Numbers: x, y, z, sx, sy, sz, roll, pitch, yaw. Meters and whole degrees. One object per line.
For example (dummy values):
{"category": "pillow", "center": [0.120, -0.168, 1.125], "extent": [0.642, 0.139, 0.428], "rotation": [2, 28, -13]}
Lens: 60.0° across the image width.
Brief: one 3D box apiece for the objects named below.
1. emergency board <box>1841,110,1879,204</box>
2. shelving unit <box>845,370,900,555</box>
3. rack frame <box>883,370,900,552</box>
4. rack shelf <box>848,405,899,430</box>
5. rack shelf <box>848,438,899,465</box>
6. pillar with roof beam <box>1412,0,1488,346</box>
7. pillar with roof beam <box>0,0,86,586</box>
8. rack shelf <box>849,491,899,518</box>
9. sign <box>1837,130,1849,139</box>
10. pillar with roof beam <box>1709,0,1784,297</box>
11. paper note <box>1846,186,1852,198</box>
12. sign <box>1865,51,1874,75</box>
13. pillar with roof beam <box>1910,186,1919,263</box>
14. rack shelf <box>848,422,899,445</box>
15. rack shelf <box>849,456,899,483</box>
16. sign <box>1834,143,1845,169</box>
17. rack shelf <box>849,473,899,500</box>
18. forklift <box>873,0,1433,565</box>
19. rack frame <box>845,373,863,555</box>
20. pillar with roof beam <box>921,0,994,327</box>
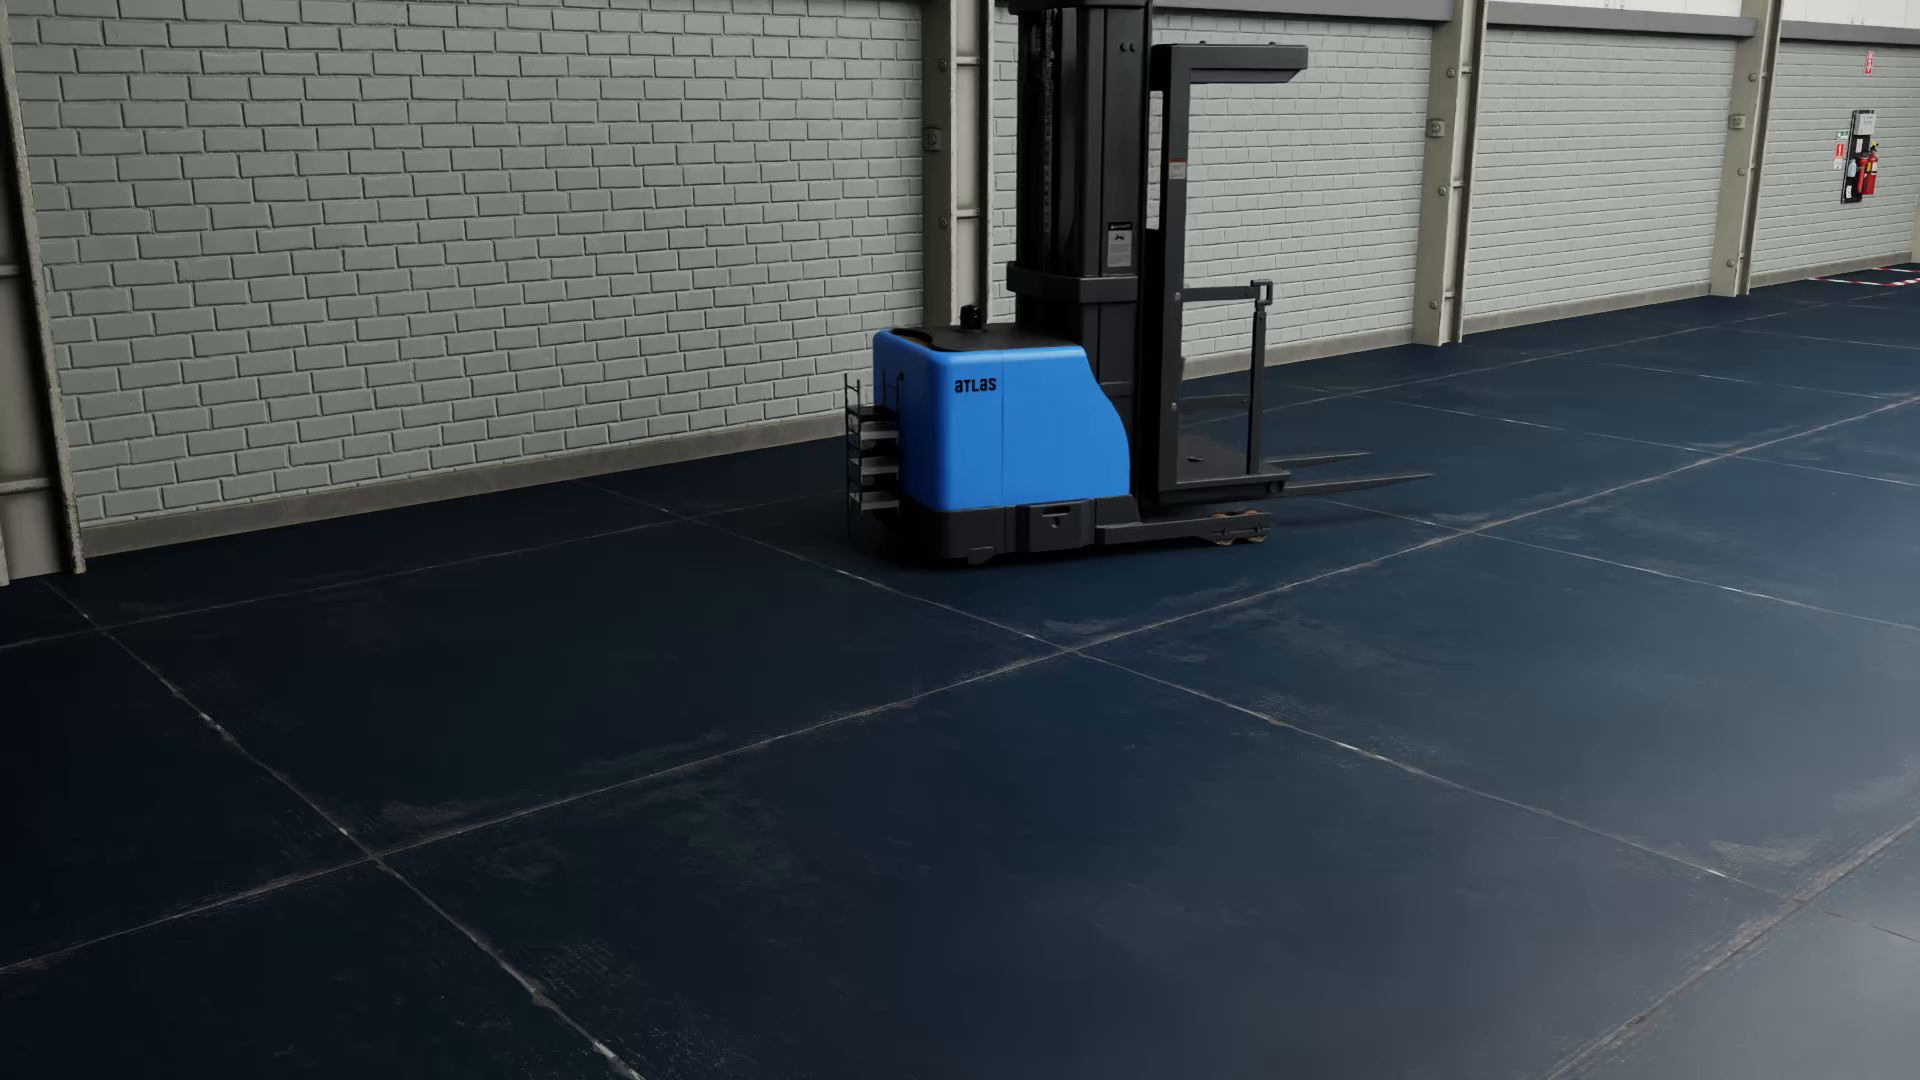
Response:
{"category": "emergency board", "center": [11.676, -4.944, 21.447], "extent": [0.643, 1.169, 0.194], "rotation": [-13, 19, -39]}
{"category": "shelving unit", "center": [-0.446, -0.396, 8.487], "extent": [0.210, 0.900, 0.258], "rotation": [-5, 16, -20]}
{"category": "rack frame", "center": [-0.350, -0.405, 8.522], "extent": [0.006, 0.900, 0.240], "rotation": [-5, 16, -20]}
{"category": "rack shelf", "center": [-0.446, -0.624, 8.426], "extent": [0.200, 0.077, 0.258], "rotation": [-5, 16, -20]}
{"category": "rack shelf", "center": [-0.446, -0.450, 8.473], "extent": [0.200, 0.077, 0.258], "rotation": [-5, 16, -20]}
{"category": "pillar with roof beam", "center": [7.338, -5.383, 11.464], "extent": [0.400, 9.000, 9.100], "rotation": [-13, 19, -39]}
{"category": "pillar with roof beam", "center": [-1.714, -3.350, 3.854], "extent": [0.400, 9.000, 9.100], "rotation": [-13, 19, -39]}
{"category": "rack shelf", "center": [-0.446, -0.189, 8.542], "extent": [0.200, 0.077, 0.258], "rotation": [-5, 16, -20]}
{"category": "sign", "center": [11.200, -5.143, 21.095], "extent": [0.331, 0.109, 0.001], "rotation": [-13, 19, -39]}
{"category": "pillar with roof beam", "center": [11.865, -6.399, 15.269], "extent": [0.400, 9.000, 9.100], "rotation": [-13, 19, -39]}
{"category": "paper note", "center": [11.497, -4.502, 21.499], "extent": [0.142, 0.148, 0.016], "rotation": [-13, 19, -39]}
{"category": "sign", "center": [11.604, -6.082, 21.215], "extent": [0.199, 0.298, 0.001], "rotation": [-13, 19, -39]}
{"category": "pillar with roof beam", "center": [16.391, -7.416, 19.075], "extent": [0.400, 9.000, 9.100], "rotation": [-13, 19, -39]}
{"category": "rack shelf", "center": [-0.446, -0.537, 8.449], "extent": [0.200, 0.077, 0.258], "rotation": [-5, 16, -20]}
{"category": "rack shelf", "center": [-0.446, -0.363, 8.496], "extent": [0.200, 0.077, 0.258], "rotation": [-5, 16, -20]}
{"category": "sign", "center": [11.191, -4.888, 21.167], "extent": [0.234, 0.329, 0.001], "rotation": [-13, 19, -39]}
{"category": "rack shelf", "center": [-0.446, -0.276, 8.519], "extent": [0.200, 0.077, 0.258], "rotation": [-5, 16, -20]}
{"category": "forklift", "center": [1.100, -1.508, 8.715], "extent": [3.031, 2.935, 1.130], "rotation": [-5, 16, -20]}
{"category": "rack frame", "center": [-0.541, -0.386, 8.453], "extent": [0.006, 0.900, 0.240], "rotation": [-5, 16, -20]}
{"category": "pillar with roof beam", "center": [2.812, -4.366, 7.659], "extent": [0.400, 9.000, 9.100], "rotation": [-13, 19, -39]}
